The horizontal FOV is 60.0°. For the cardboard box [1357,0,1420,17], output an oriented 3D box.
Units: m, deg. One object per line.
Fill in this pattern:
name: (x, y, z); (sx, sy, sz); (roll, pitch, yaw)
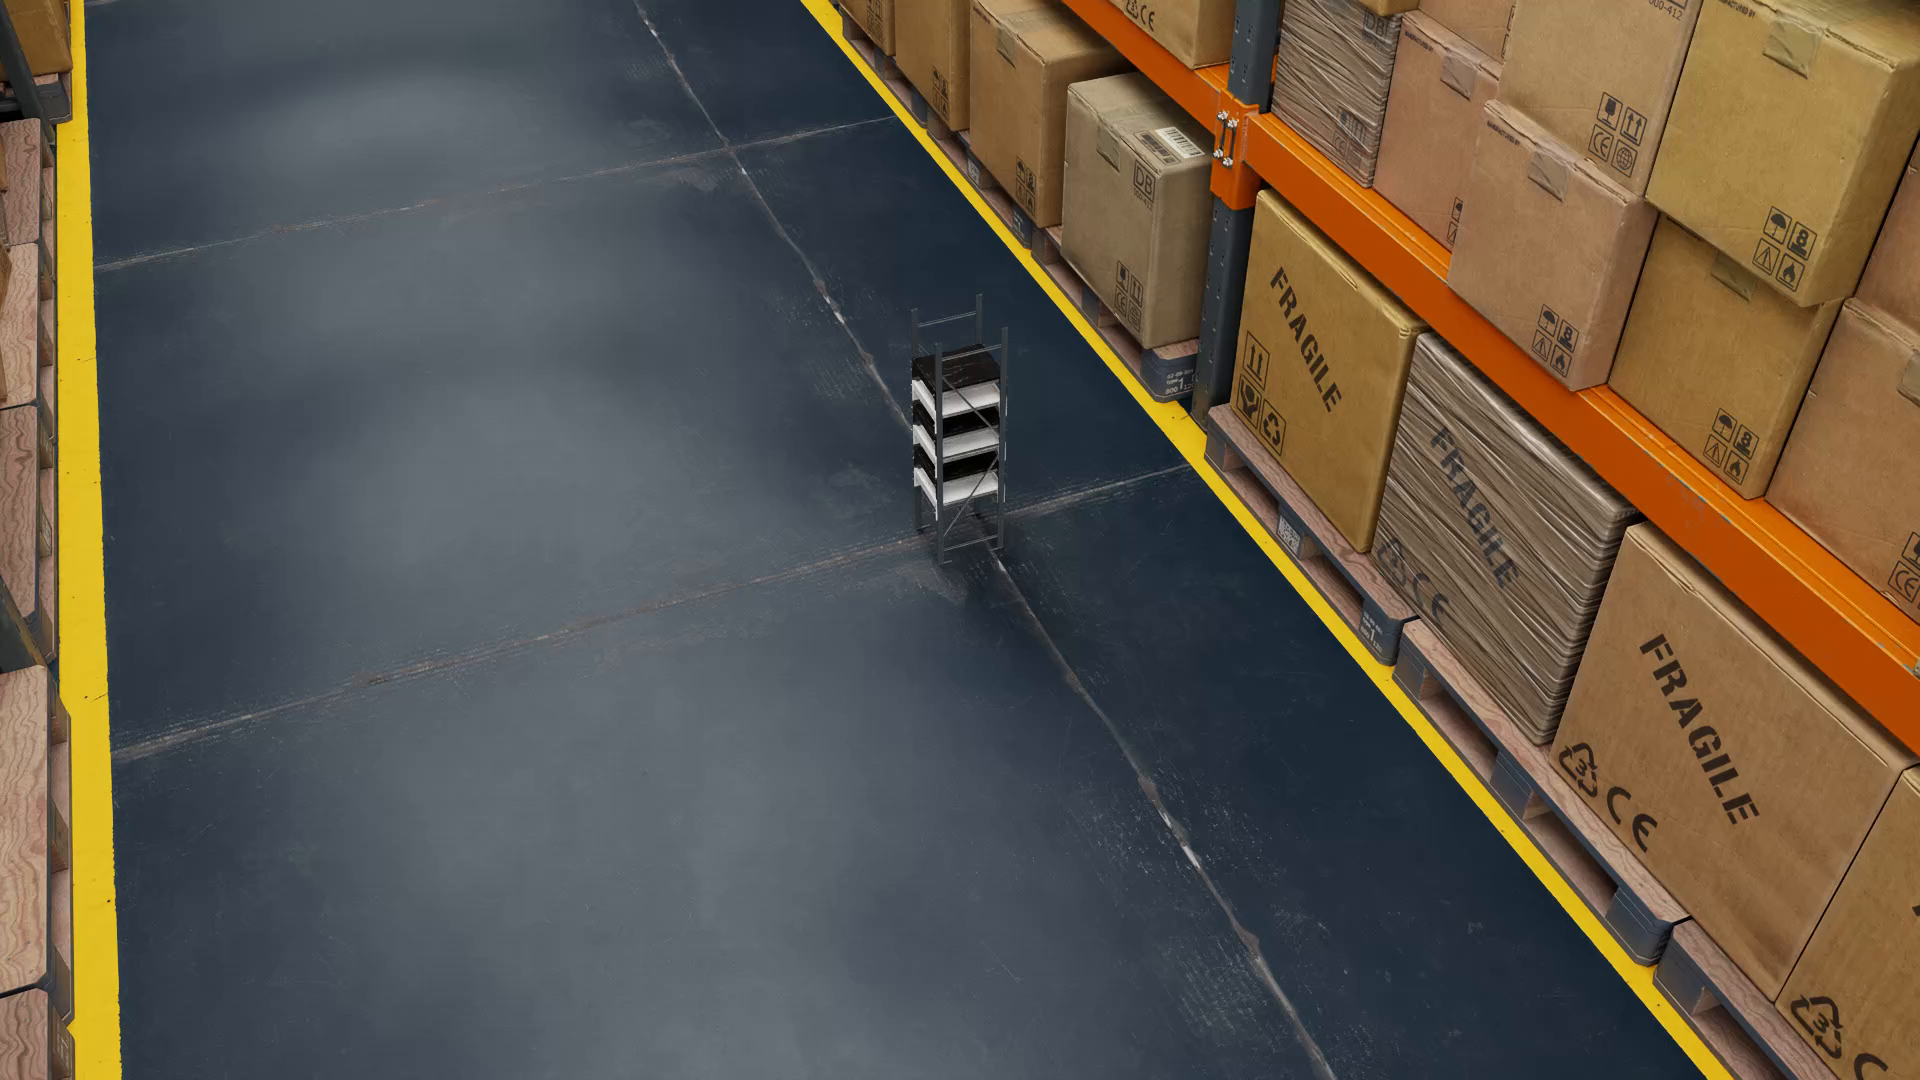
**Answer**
cardboard box: (1.464, -1.928, 4.748); (0.875, 0.550, 0.550); (-15, 43, -17)

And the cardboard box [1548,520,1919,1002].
cardboard box: (2.226, 0.442, 4.243); (0.875, 0.875, 0.875); (-16, 43, -18)

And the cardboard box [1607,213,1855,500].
cardboard box: (2.131, -0.555, 3.980); (0.875, 0.550, 0.500); (-15, 43, -17)

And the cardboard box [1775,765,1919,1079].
cardboard box: (2.564, 0.972, 3.627); (0.875, 0.875, 0.875); (-15, 43, -17)

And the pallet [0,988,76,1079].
pallet: (-2.507, 1.673, 3.642); (1.003, 0.211, 1.213); (-15, 43, -17)

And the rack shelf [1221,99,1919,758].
rack shelf: (2.119, -0.215, 4.251); (1.077, 0.370, 4.000); (-15, 43, -17)

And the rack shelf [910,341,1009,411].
rack shelf: (-0.003, -0.526, 5.308); (0.258, 0.077, 0.200); (-15, 43, -17)

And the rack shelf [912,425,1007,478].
rack shelf: (-0.003, -0.321, 5.484); (0.258, 0.077, 0.200); (-15, 43, -17)

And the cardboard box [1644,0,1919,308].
cardboard box: (2.071, -0.949, 3.609); (0.875, 0.550, 0.500); (-15, 43, -17)

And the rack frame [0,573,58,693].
rack frame: (-3.267, -0.516, 4.049); (1.000, 3.000, 0.127); (-15, 43, -17)

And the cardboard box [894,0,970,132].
cardboard box: (0.311, -2.493, 7.752); (1.050, 0.750, 0.750); (-14, 43, -16)

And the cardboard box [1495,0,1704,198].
cardboard box: (1.861, -1.266, 3.978); (0.875, 0.550, 0.550); (-15, 43, -17)

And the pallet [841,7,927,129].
pallet: (0.056, -2.551, 8.554); (1.003, 0.211, 1.213); (-15, 43, -17)

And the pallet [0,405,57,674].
pallet: (-3.566, 0.073, 5.503); (1.003, 0.211, 1.213); (-15, 43, -17)

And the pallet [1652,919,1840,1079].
pallet: (2.506, 1.313, 4.062); (1.003, 0.211, 1.213); (-15, 43, -17)

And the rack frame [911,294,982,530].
rack frame: (-0.042, -0.407, 5.534); (0.240, 0.900, 0.006); (-15, 43, -17)

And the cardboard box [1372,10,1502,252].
cardboard box: (1.738, -1.204, 4.735); (0.875, 0.550, 0.550); (-15, 43, -17)

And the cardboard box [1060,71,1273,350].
cardboard box: (1.034, -1.350, 6.423); (1.050, 0.750, 0.750); (-15, 43, -17)

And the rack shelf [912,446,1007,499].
rack shelf: (-0.003, -0.253, 5.543); (0.258, 0.077, 0.200); (-15, 43, -17)

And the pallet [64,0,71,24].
pallet: (-5.492, -3.096, 9.188); (1.003, 0.211, 1.213); (-15, 43, -17)

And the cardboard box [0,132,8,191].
cardboard box: (-4.523, -1.746, 7.059); (0.700, 0.500, 0.500); (-17, 44, -19)

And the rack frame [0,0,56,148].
rack frame: (-4.797, -2.925, 6.851); (1.000, 3.000, 0.127); (-15, 43, -17)

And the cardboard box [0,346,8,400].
cardboard box: (-3.862, -0.739, 5.888); (0.700, 0.500, 0.500); (-19, 44, -20)

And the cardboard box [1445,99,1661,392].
cardboard box: (1.836, -0.850, 4.322); (0.875, 0.550, 0.550); (-15, 43, -17)

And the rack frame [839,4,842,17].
rack frame: (-0.176, -4.102, 8.219); (1.000, 3.000, 0.127); (-15, 43, -17)

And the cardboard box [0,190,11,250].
cardboard box: (-4.299, -1.415, 6.674); (0.700, 0.500, 0.500); (-19, 44, -20)

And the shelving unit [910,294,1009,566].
shelving unit: (-0.003, -0.346, 5.462); (0.258, 0.900, 0.210); (-15, 43, -17)

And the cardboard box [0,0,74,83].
cardboard box: (-5.042, -2.700, 7.897); (1.225, 0.875, 0.875); (-17, 44, -19)

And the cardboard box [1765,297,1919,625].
cardboard box: (2.372, -0.246, 3.621); (0.875, 0.550, 0.550); (-15, 43, -17)

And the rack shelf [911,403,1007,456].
rack shelf: (-0.003, -0.389, 5.425); (0.258, 0.077, 0.200); (-15, 43, -17)

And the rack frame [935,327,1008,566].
rack frame: (0.036, -0.285, 5.391); (0.240, 0.900, 0.006); (-15, 43, -17)

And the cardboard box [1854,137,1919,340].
cardboard box: (2.394, -0.662, 3.276); (0.875, 0.550, 0.550); (-15, 43, -17)

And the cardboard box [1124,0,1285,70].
cardboard box: (0.908, -1.978, 5.673); (0.500, 0.500, 0.500); (-15, 43, -17)

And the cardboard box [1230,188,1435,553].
cardboard box: (1.530, -0.650, 5.512); (0.875, 0.875, 0.875); (-14, 43, -16)

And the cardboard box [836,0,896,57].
cardboard box: (-0.026, -3.019, 8.363); (1.050, 0.750, 0.750); (-16, 43, -17)

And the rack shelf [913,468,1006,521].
rack shelf: (-0.003, -0.184, 5.601); (0.258, 0.077, 0.200); (-15, 43, -17)

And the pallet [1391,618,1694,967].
pallet: (2.044, 0.579, 4.915); (1.003, 0.211, 1.213); (-15, 43, -17)

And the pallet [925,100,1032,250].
pallet: (0.519, -1.817, 7.701); (1.003, 0.211, 1.213); (-15, 43, -17)

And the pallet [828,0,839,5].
pallet: (-0.474, -3.516, 9.676); (1.003, 0.211, 1.213); (-15, 43, -17)

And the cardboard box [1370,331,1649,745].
cardboard box: (1.879, -0.107, 4.882); (0.875, 0.875, 0.875); (-15, 43, -17)

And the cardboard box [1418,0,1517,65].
cardboard box: (1.781, -1.625, 4.396); (0.875, 0.550, 0.550); (-15, 43, -17)

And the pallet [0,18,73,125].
pallet: (-5.030, -2.362, 8.335); (1.003, 0.211, 1.213); (-15, 43, -17)

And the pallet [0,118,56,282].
pallet: (-4.500, -1.397, 7.213); (1.003, 0.211, 1.213); (-15, 43, -17)

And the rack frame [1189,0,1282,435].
rack frame: (1.354, -1.692, 5.417); (1.000, 3.000, 0.127); (-15, 43, -17)

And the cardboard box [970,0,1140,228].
cardboard box: (0.668, -1.932, 7.099); (1.050, 0.750, 0.750); (-15, 43, -17)

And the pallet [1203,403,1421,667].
pallet: (1.573, -0.157, 5.771); (1.003, 0.211, 1.213); (-15, 43, -17)

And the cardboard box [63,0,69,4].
cardboard box: (-5.376, -3.239, 8.523); (1.225, 0.875, 0.875); (-15, 43, -17)

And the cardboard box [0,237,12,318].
cardboard box: (-4.075, -1.075, 6.279); (0.700, 0.500, 0.500); (-12, 42, -13)

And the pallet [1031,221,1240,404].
pallet: (0.989, -1.081, 6.845); (1.003, 0.211, 1.213); (-15, 43, -17)

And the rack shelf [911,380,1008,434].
rack shelf: (-0.003, -0.457, 5.367); (0.258, 0.077, 0.200); (-15, 43, -17)

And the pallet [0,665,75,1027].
pallet: (-2.977, 0.937, 4.498); (1.003, 0.211, 1.213); (-15, 43, -17)

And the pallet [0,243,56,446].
pallet: (-4.037, -0.663, 6.359); (1.003, 0.211, 1.213); (-15, 43, -17)

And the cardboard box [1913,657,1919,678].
cardboard box: (2.470, 0.122, 3.192); (0.875, 0.550, 0.550); (-15, 43, -17)

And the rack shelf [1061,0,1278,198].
rack shelf: (0.589, -2.624, 7.053); (1.077, 0.370, 4.000); (-15, 43, -17)

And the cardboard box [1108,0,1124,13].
cardboard box: (0.714, -2.282, 6.027); (0.500, 0.500, 0.500); (-16, 43, -17)

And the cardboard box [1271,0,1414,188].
cardboard box: (1.506, -1.530, 5.113); (0.875, 0.550, 0.550); (-15, 43, -17)
